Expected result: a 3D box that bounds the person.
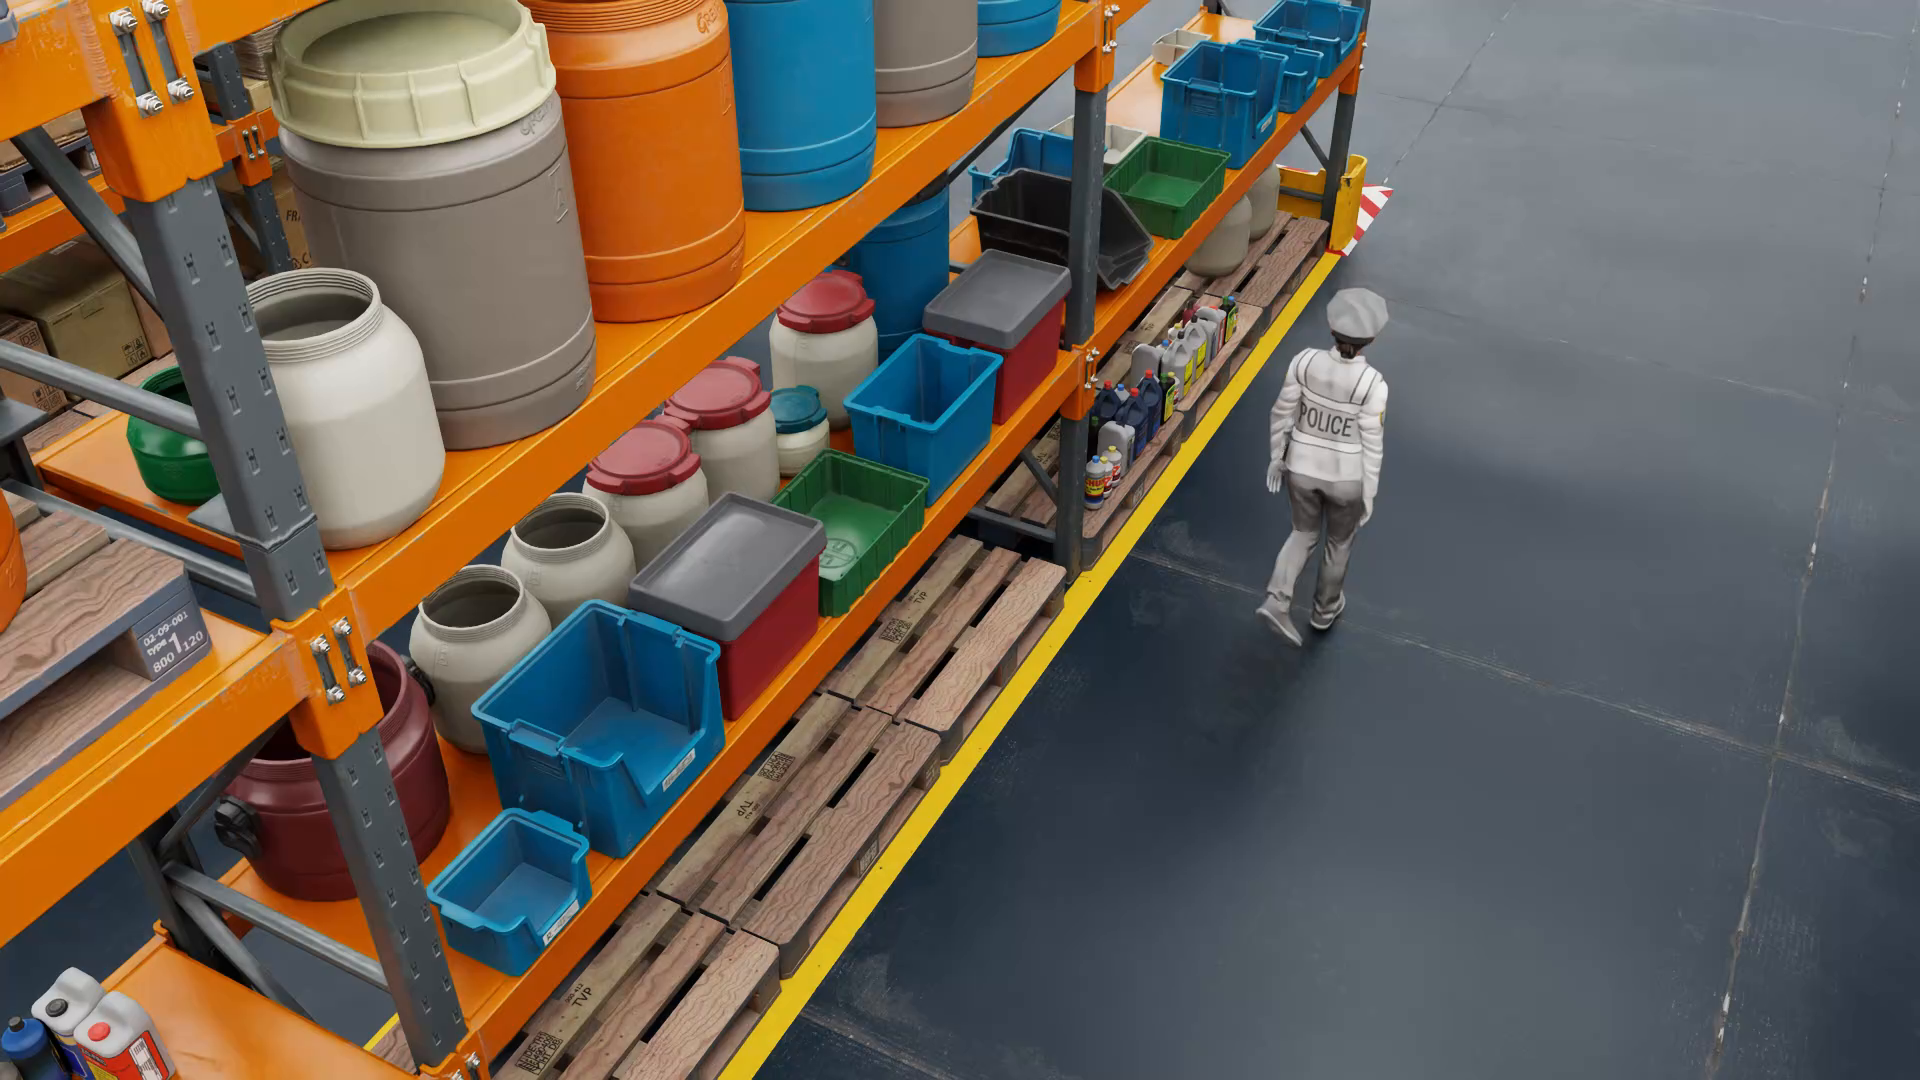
[{"bbox_3d":[1.516,-0.264,7.095,0.519,1.660,0.640,21,43,25],"label":"person"}]
